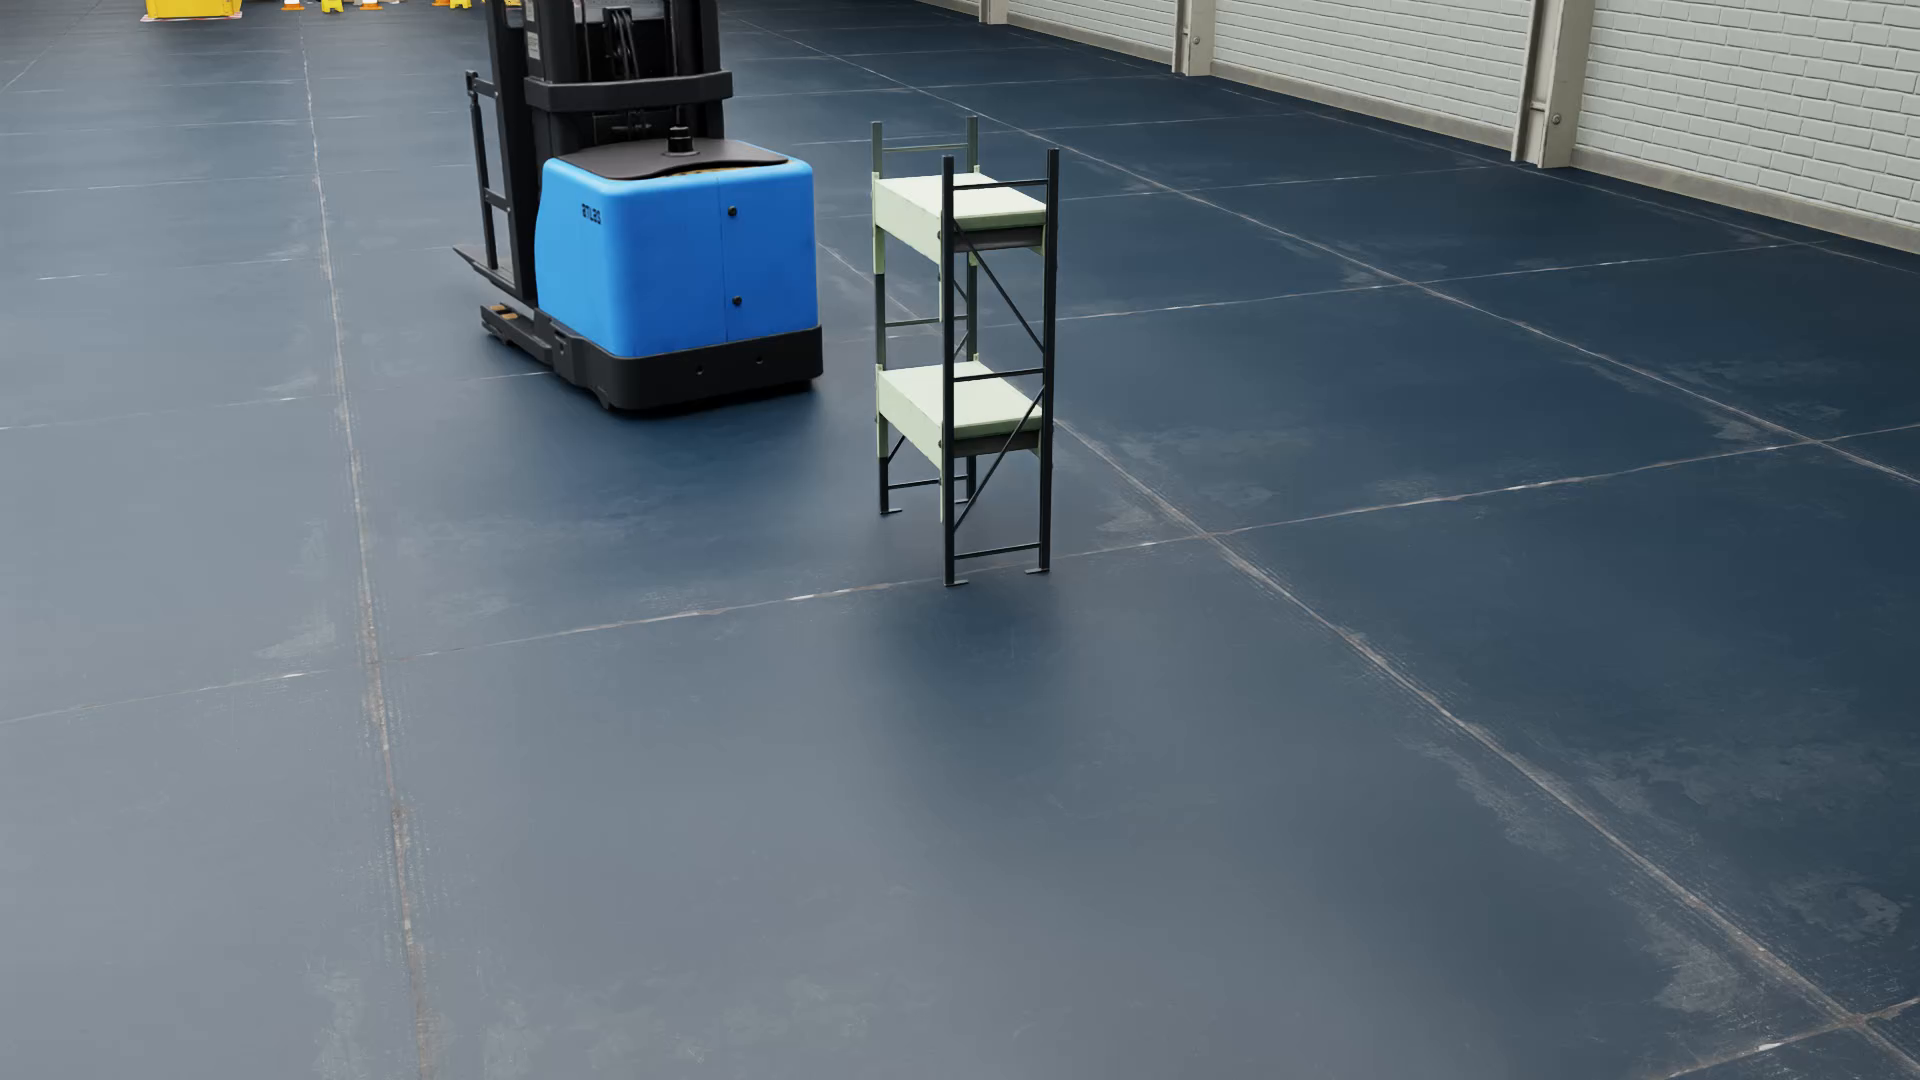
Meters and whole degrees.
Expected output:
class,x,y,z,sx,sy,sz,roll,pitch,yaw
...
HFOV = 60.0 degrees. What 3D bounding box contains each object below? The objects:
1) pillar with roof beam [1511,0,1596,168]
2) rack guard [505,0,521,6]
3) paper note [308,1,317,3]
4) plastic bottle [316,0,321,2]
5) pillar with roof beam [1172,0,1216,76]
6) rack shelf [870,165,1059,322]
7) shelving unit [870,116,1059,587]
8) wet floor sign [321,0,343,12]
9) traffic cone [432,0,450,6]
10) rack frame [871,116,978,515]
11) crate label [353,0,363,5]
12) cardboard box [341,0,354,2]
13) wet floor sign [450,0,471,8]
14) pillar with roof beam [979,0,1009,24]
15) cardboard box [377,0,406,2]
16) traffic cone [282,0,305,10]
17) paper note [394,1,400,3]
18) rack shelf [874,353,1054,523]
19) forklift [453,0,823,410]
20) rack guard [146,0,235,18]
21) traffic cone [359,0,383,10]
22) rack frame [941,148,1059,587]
class,x,y,z,sx,sy,sz,roll,pitch,yaw
pillar with roof beam,0.700,-6.622,10.376,9.100,9.000,0.400,-8,24,-19
rack guard,-6.898,-8.806,26.498,1.175,0.500,0.348,-8,24,-19
paper note,-10.417,-8.633,26.694,0.144,0.017,0.142,0,23,-1
plastic bottle,-10.373,-8.782,27.007,0.133,0.061,0.283,-18,29,-37
pillar with roof beam,-1.420,-8.803,15.549,9.100,9.000,0.400,-8,24,-19
rack shelf,0.002,-1.048,5.801,0.431,0.370,0.720,-8,24,-19
shelving unit,0.002,-0.689,5.953,0.431,1.500,0.755,-8,24,-19
wet floor sign,-9.604,-8.390,25.326,0.267,0.644,0.232,-13,26,-28
traffic cone,-8.230,-8.740,26.391,0.336,0.463,0.334,-8,24,-19
rack frame,-0.127,-0.822,6.268,0.400,1.500,0.023,-8,24,-19
crate label,-9.484,-8.591,26.457,0.298,0.136,0.250,18,29,36
cardboard box,-9.860,-9.070,27.122,0.637,0.503,0.797,12,26,27
wet floor sign,-7.805,-8.629,25.893,0.267,0.644,0.232,0,23,-1
pillar with roof beam,-3.540,-10.983,20.721,9.100,9.000,0.400,-8,24,-19
cardboard box,-9.224,-8.815,26.973,0.380,0.149,0.250,4,23,9
traffic cone,-10.326,-8.433,25.662,0.336,0.463,0.334,-8,24,-19
paper note,-9.067,-8.632,26.691,0.148,0.019,0.142,-18,29,-37
rack shelf,0.002,-0.388,6.080,0.431,0.370,0.720,-8,24,-19
forklift,-1.878,-2.454,8.298,1.130,2.935,3.031,-14,27,-30
rack guard,-11.458,-8.053,24.714,1.175,0.500,0.348,-8,24,-19
traffic cone,-9.148,-8.464,25.736,0.336,0.463,0.334,-8,24,-19
rack frame,0.132,-0.556,5.637,0.400,1.500,0.023,-8,24,-19
